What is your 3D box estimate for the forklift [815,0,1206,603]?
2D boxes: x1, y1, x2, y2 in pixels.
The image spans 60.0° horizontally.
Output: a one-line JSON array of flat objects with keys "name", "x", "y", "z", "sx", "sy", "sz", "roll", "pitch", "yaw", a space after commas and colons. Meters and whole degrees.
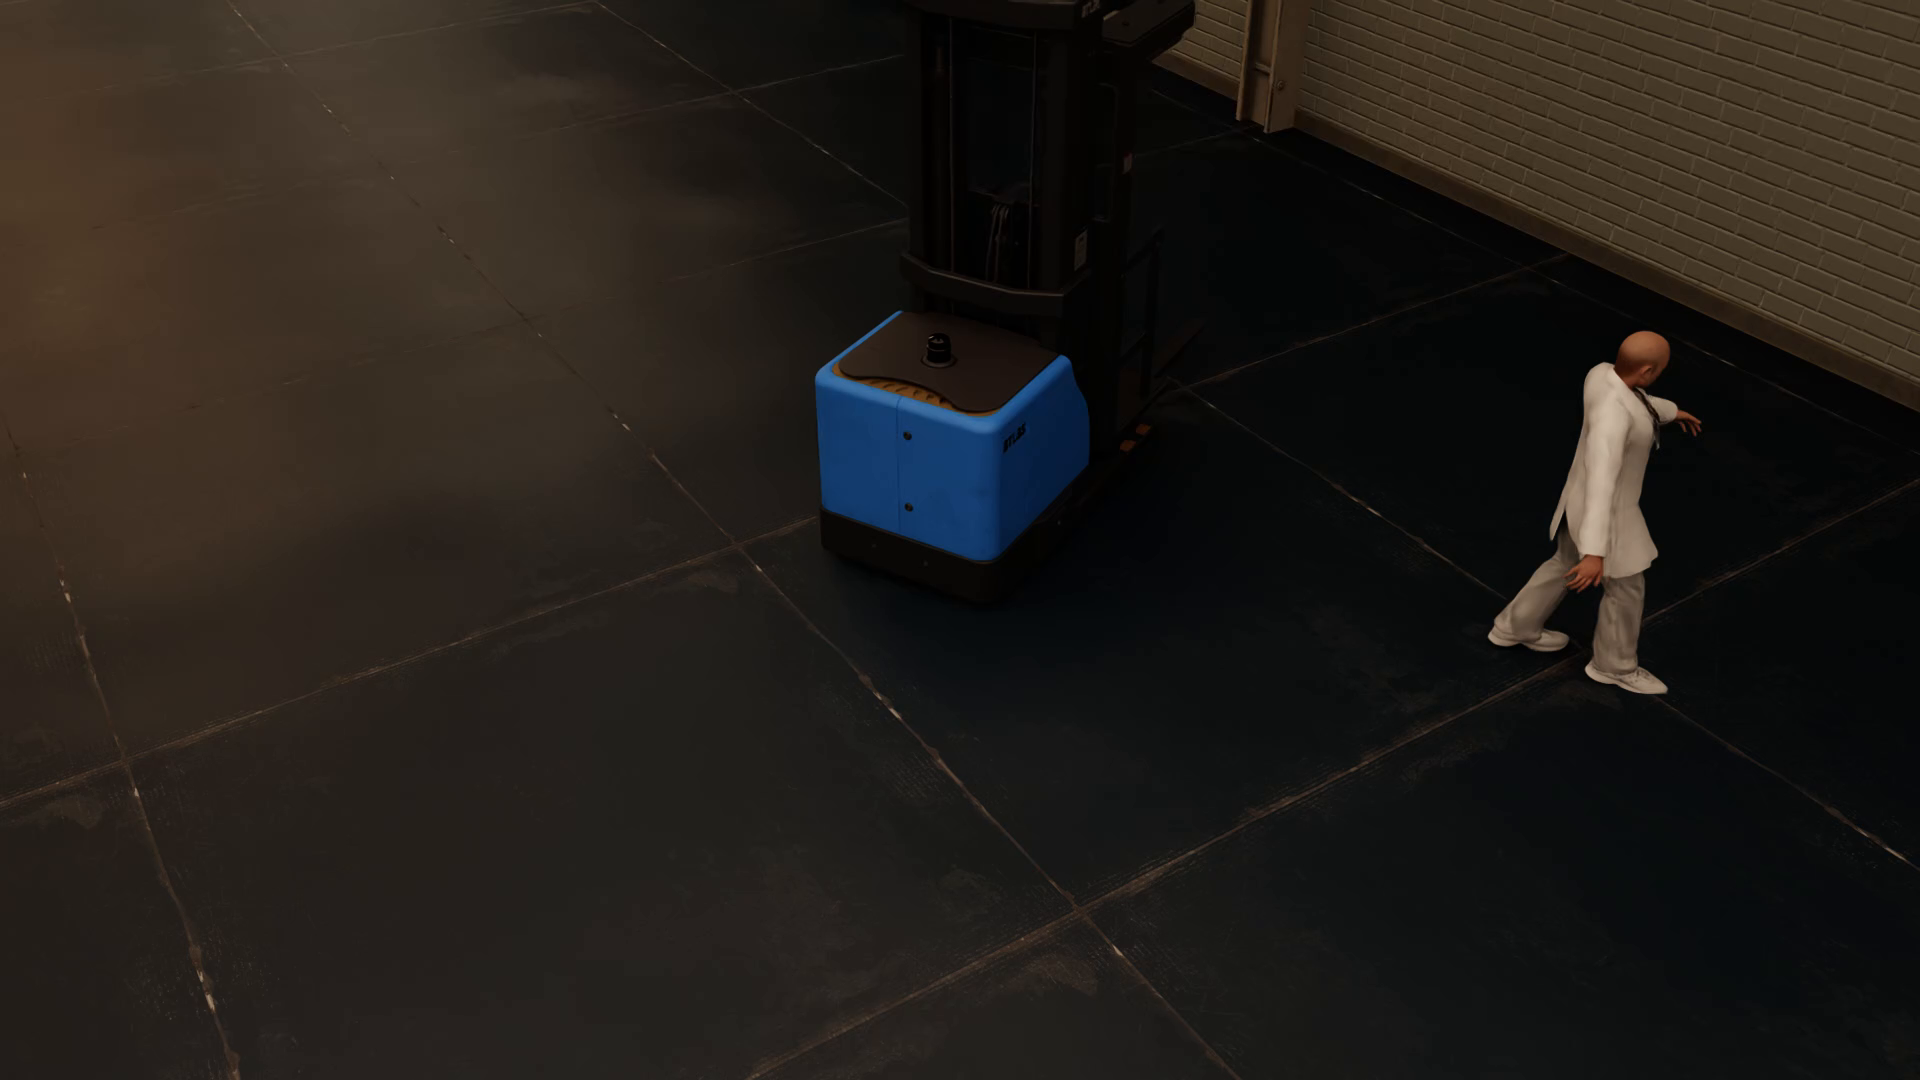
[{"name": "forklift", "x": 0.462, "y": -1.714, "z": 8.587, "sx": 1.130, "sy": 2.935, "sz": 3.031, "roll": 19, "pitch": 39, "yaw": 24}]

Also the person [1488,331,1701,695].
[{"name": "person", "x": 2.905, "y": -0.108, "z": 7.353, "sx": 0.796, "sy": 1.765, "sz": 1.032, "roll": 6, "pitch": 35, "yaw": 8}]
